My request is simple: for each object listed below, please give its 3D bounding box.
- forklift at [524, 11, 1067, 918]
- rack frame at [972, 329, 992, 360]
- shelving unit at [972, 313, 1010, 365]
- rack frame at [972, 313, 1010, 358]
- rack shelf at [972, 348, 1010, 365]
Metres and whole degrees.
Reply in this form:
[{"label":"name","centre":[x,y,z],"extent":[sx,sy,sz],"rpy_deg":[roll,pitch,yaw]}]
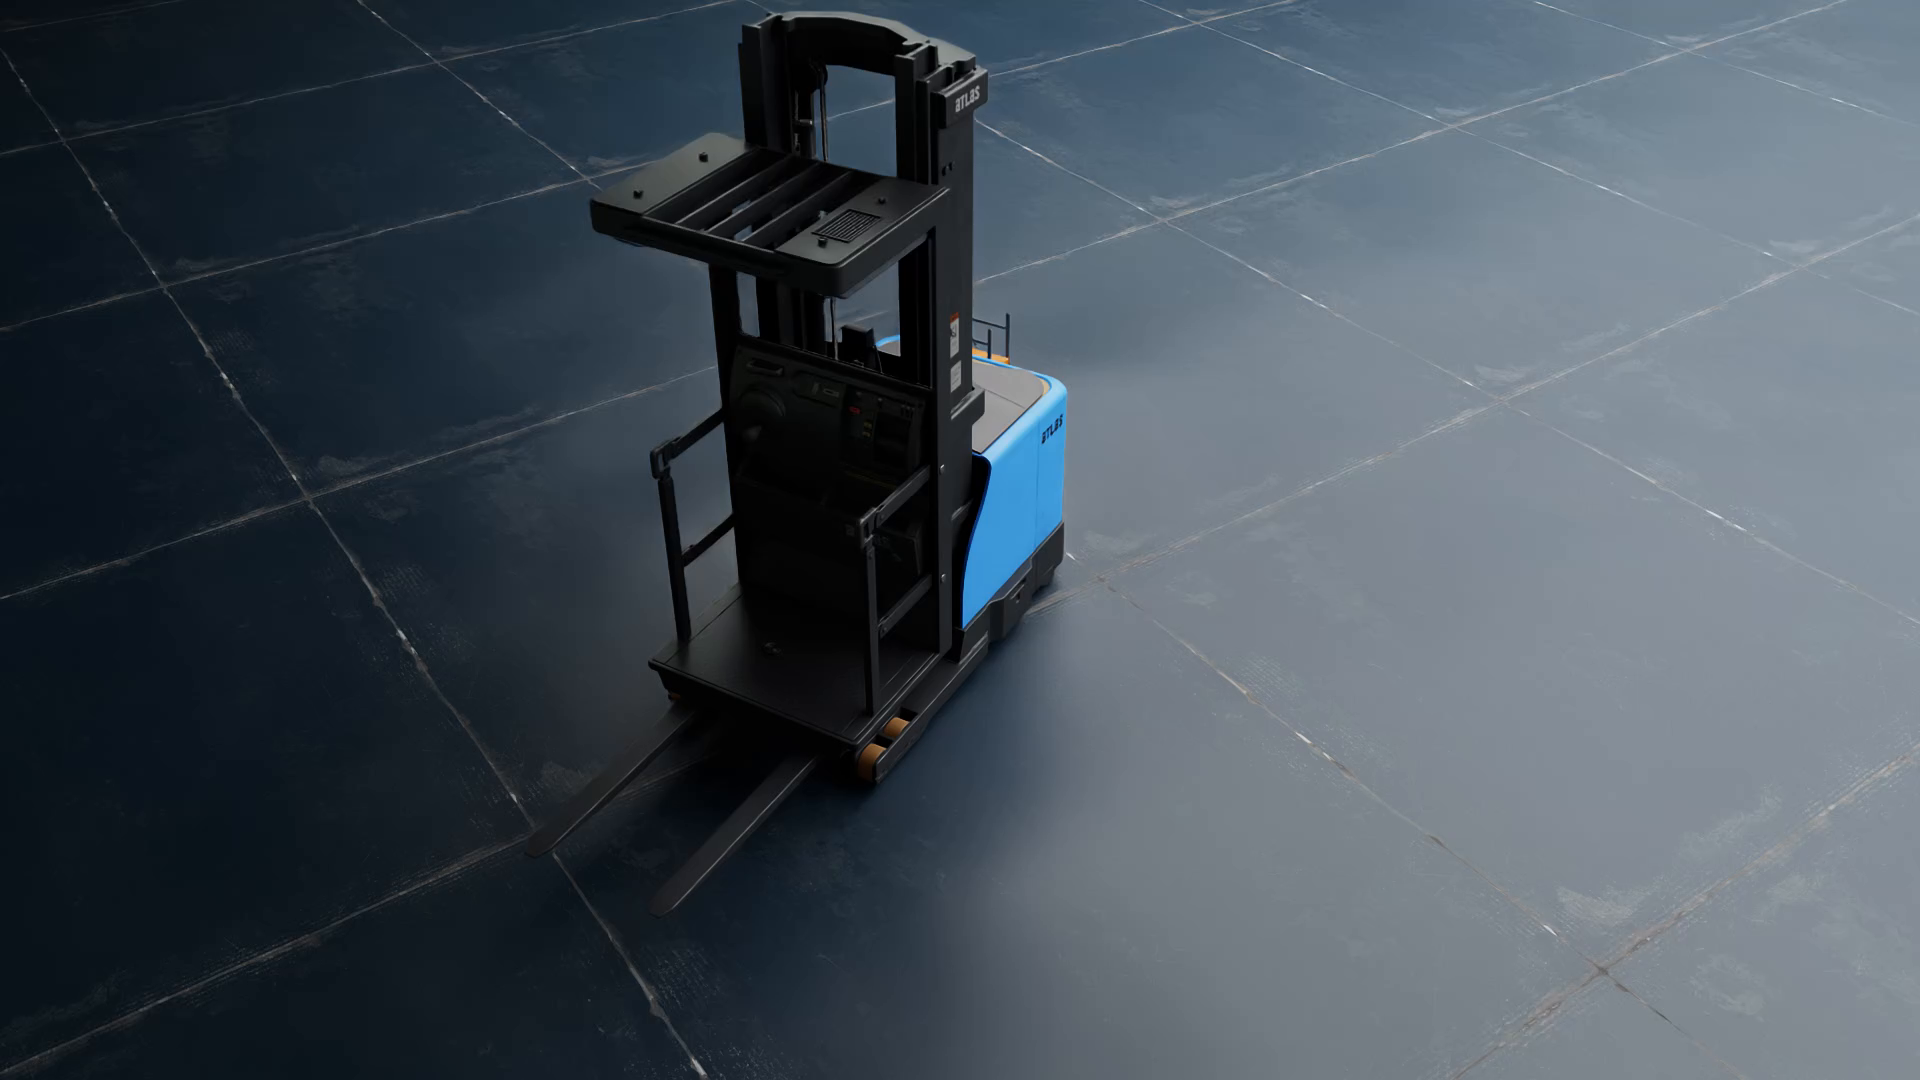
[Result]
[{"label":"forklift","centre":[-0.657,-0.459,6.691],"extent":[1.130,2.935,3.031],"rpy_deg":[19,40,24]},{"label":"rack frame","centre":[0.045,-0.544,8.293],"extent":[0.240,1.200,0.006],"rpy_deg":[19,40,24]},{"label":"shelving unit","centre":[0.091,-0.591,8.357],"extent":[0.258,1.200,0.189],"rpy_deg":[19,40,24]},{"label":"rack frame","centre":[0.137,-0.637,8.421],"extent":[0.240,1.200,0.006],"rpy_deg":[19,40,24]},{"label":"rack shelf","centre":[0.091,-0.847,8.173],"extent":[0.258,0.103,0.180],"rpy_deg":[19,40,24]}]
